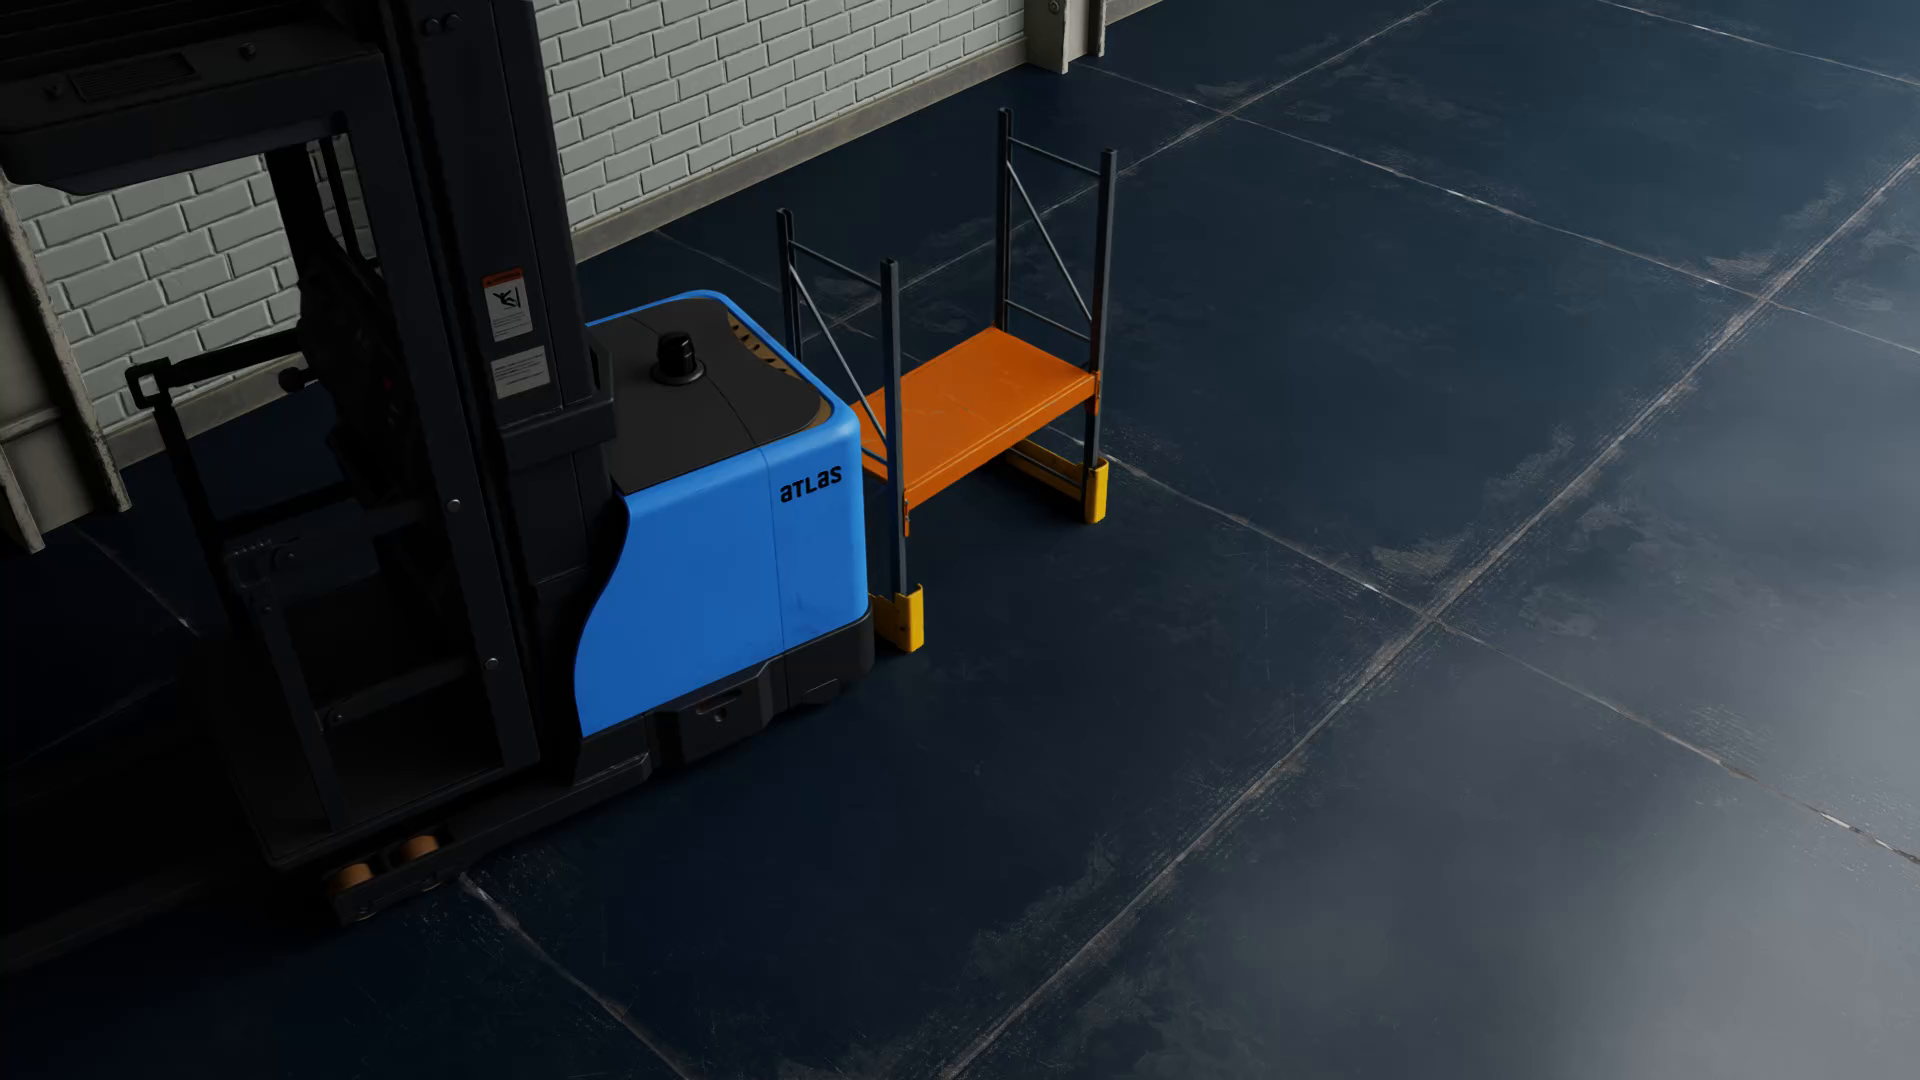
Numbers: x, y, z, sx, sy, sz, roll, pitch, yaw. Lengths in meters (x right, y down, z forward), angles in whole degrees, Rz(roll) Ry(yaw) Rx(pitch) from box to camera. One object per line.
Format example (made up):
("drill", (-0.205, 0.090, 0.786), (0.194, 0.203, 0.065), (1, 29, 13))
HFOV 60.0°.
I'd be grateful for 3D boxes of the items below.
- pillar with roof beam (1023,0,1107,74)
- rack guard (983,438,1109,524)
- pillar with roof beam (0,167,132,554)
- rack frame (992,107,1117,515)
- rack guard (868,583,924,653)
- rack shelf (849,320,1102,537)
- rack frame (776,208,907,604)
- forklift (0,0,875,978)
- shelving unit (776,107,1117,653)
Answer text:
("pillar with roof beam", (3.790, -4.572, 4.770), (9.100, 9.000, 0.400), (30, 47, 32))
("rack guard", (0.321, -0.297, 6.423), (0.587, 0.250, 0.087), (30, 47, 32))
("pillar with roof beam", (-0.258, -1.816, 1.304), (9.100, 9.000, 0.400), (30, 47, 32))
("rack frame", (0.322, -0.787, 6.035), (0.500, 1.500, 0.032), (30, 47, 32))
("rack guard", (-0.360, 0.155, 5.855), (0.587, 0.250, 0.087), (30, 47, 32))
("rack shelf", (-0.026, -0.416, 5.857), (0.538, 0.185, 1.000), (30, 47, 32))
("rack frame", (-0.374, -0.326, 5.455), (0.500, 1.500, 0.032), (30, 47, 32))
("forklift", (-1.796, -0.414, 4.416), (3.031, 2.935, 1.130), (-23, 44, -26))
("shelving unit", (-0.020, -0.561, 5.750), (0.587, 1.500, 1.083), (30, 47, 32))
